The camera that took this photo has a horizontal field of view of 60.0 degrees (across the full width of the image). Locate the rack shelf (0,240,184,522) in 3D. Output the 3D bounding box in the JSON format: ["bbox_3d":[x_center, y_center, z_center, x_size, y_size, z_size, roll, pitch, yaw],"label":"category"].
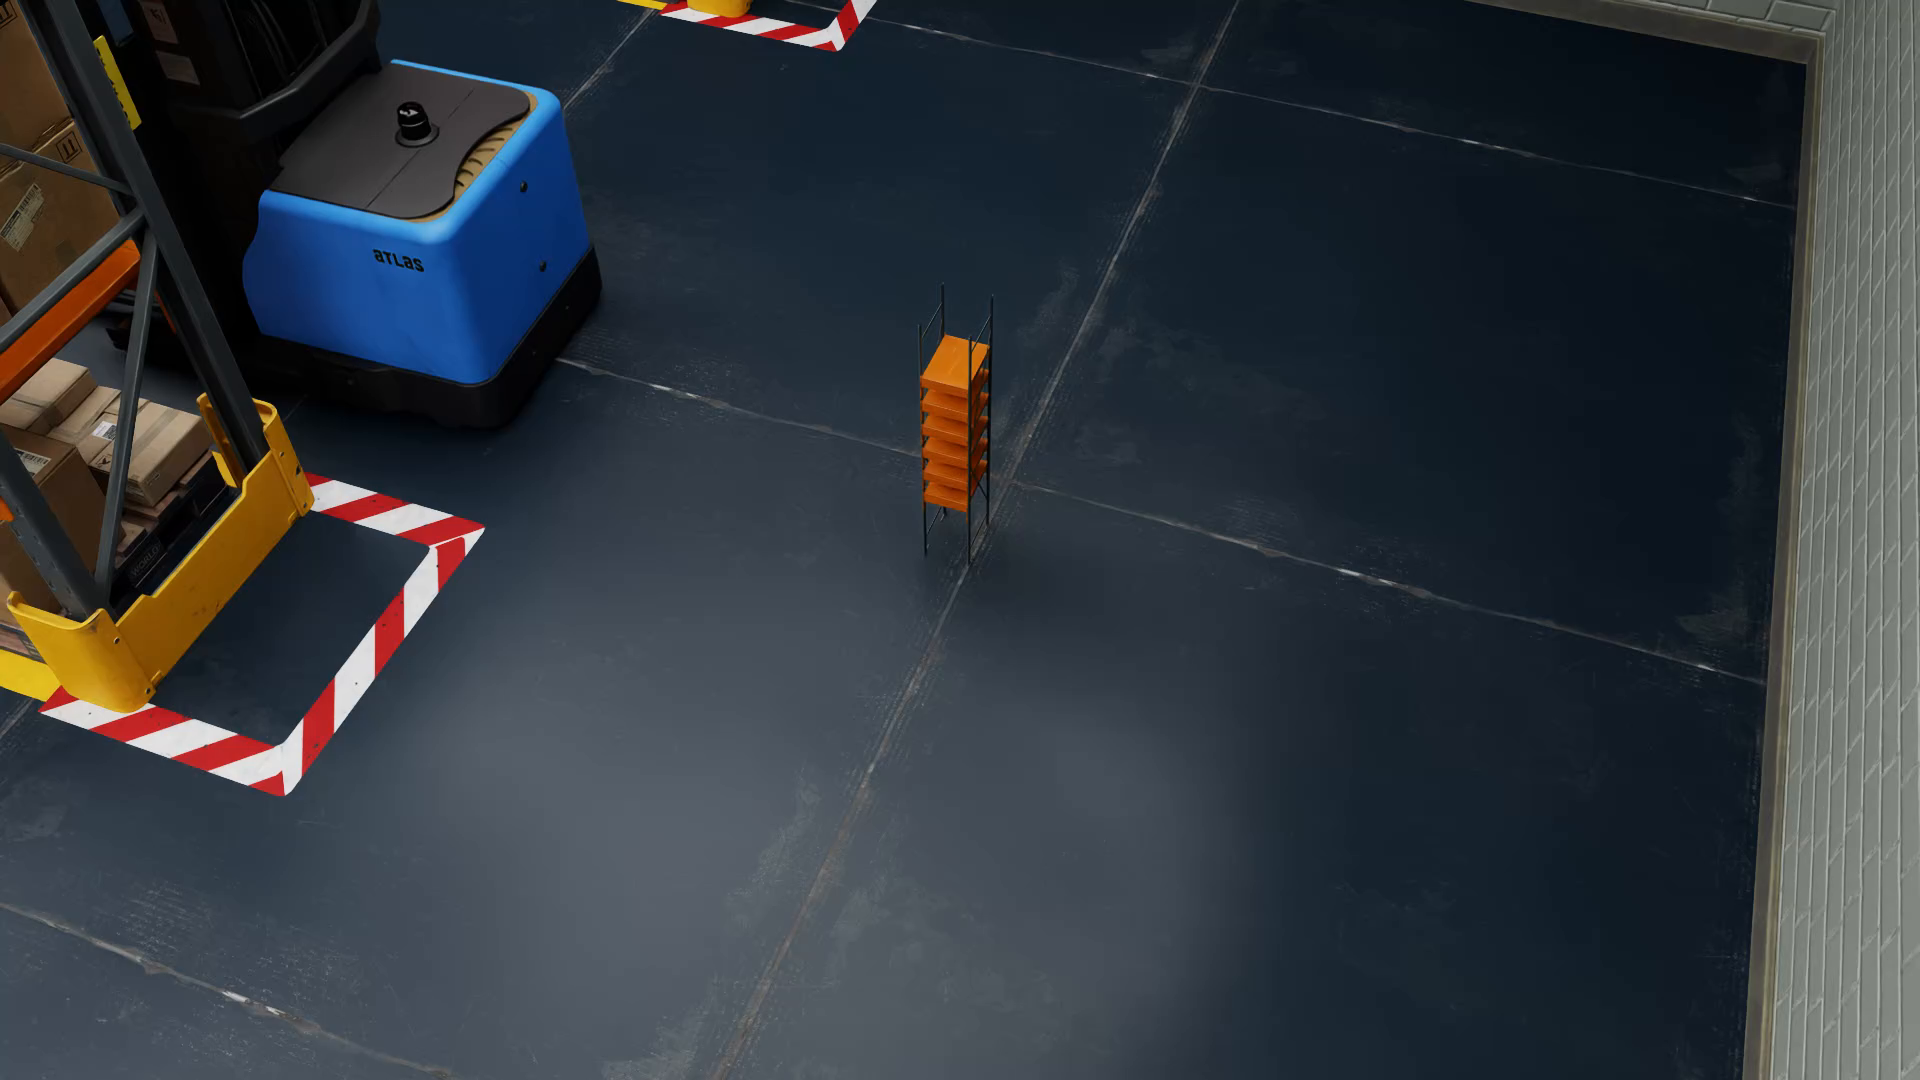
[{"bbox_3d":[-4.770,-1.063,6.029,4.000,0.370,1.077,16,51,13],"label":"rack shelf"}]

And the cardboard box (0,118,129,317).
[{"bbox_3d":[-3.219,-1.111,5.528,0.500,0.500,0.500,17,51,14],"label":"cardboard box"}]

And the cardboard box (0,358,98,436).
[{"bbox_3d":[-3.775,-0.493,6.587,0.500,0.250,0.500,16,51,13],"label":"cardboard box"}]

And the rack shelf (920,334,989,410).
[{"bbox_3d":[-0.014,-0.603,5.928,0.180,0.103,0.258,16,51,13],"label":"rack shelf"}]

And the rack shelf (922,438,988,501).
[{"bbox_3d":[-0.014,-0.289,6.291,0.180,0.103,0.258,16,51,13],"label":"rack shelf"}]

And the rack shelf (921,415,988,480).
[{"bbox_3d":[-0.014,-0.368,6.200,0.180,0.103,0.258,16,51,13],"label":"rack shelf"}]

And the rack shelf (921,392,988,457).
[{"bbox_3d":[-0.014,-0.446,6.109,0.180,0.103,0.258,16,51,13],"label":"rack shelf"}]

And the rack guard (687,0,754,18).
[{"bbox_3d":[-1.159,-3.462,9.286,0.348,0.500,1.175,16,51,13],"label":"rack guard"}]

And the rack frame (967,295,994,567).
[{"bbox_3d":[0.072,-0.373,6.146,0.006,1.200,0.240,16,51,13],"label":"rack frame"}]

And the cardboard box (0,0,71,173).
[{"bbox_3d":[-3.219,-1.438,5.150,0.500,0.500,0.500,17,51,14],"label":"cardboard box"}]

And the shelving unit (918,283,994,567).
[{"bbox_3d":[-0.014,-0.397,6.166,0.189,1.200,0.258,16,51,13],"label":"shelving unit"}]

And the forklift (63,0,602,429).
[{"bbox_3d":[-3.192,-2.092,6.490,3.031,2.935,1.130,14,51,12],"label":"forklift"}]

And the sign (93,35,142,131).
[{"bbox_3d":[-2.706,-1.443,5.309,0.005,0.325,0.100,16,51,13],"label":"sign"}]

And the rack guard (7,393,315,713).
[{"bbox_3d":[-2.966,0.024,6.265,0.348,0.500,1.175,16,51,13],"label":"rack guard"}]

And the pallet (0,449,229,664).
[{"bbox_3d":[-3.714,-0.089,6.555,1.213,0.211,1.003,16,51,13],"label":"pallet"}]

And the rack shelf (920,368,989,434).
[{"bbox_3d":[-0.014,-0.525,6.019,0.180,0.103,0.258,16,51,13],"label":"rack shelf"}]

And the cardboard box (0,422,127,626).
[{"bbox_3d":[-3.490,-0.068,6.054,0.500,0.500,0.500,16,51,13],"label":"cardboard box"}]

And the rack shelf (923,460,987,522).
[{"bbox_3d":[-0.014,-0.210,6.381,0.180,0.103,0.258,16,51,13],"label":"rack shelf"}]

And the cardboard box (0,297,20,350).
[{"bbox_3d":[-3.409,-0.732,5.200,0.500,0.500,0.500,17,51,14],"label":"cardboard box"}]

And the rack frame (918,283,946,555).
[{"bbox_3d":[-0.099,-0.421,6.187,0.006,1.200,0.240,16,51,13],"label":"rack frame"}]

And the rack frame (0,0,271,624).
[{"bbox_3d":[-2.894,-0.775,5.303,0.127,3.000,1.000,16,51,13],"label":"rack frame"}]

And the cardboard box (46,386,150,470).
[{"bbox_3d":[-3.402,-0.410,6.570,0.250,0.166,0.380,16,51,13],"label":"cardboard box"}]

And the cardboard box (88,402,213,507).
[{"bbox_3d":[-3.168,-0.338,6.520,0.250,0.149,0.380,16,51,13],"label":"cardboard box"}]

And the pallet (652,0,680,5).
[{"bbox_3d":[-1.958,-3.528,9.535,1.213,0.211,1.003,16,51,13],"label":"pallet"}]
